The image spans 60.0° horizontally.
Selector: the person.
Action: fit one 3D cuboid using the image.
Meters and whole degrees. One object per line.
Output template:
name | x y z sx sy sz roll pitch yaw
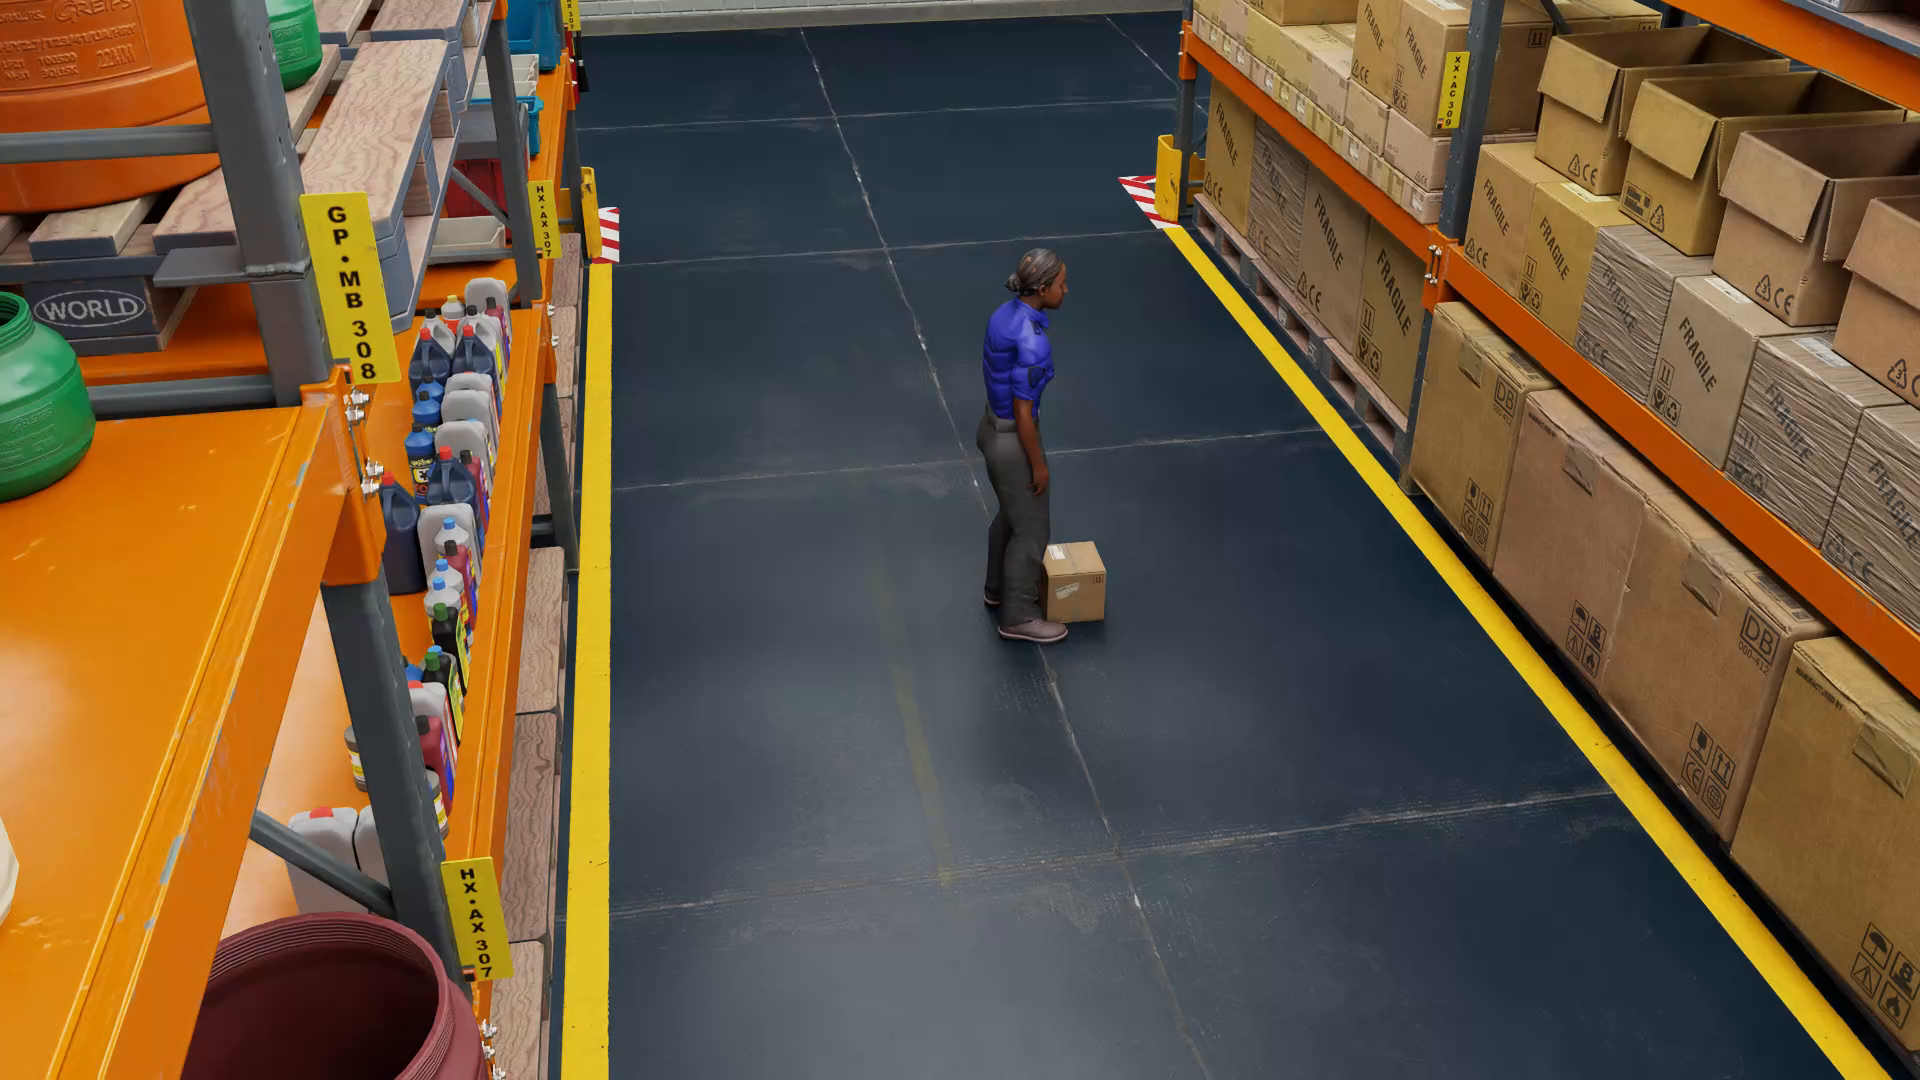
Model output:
person | 0.254 -0.390 6.790 0.352 1.654 0.512 -6 31 -9
